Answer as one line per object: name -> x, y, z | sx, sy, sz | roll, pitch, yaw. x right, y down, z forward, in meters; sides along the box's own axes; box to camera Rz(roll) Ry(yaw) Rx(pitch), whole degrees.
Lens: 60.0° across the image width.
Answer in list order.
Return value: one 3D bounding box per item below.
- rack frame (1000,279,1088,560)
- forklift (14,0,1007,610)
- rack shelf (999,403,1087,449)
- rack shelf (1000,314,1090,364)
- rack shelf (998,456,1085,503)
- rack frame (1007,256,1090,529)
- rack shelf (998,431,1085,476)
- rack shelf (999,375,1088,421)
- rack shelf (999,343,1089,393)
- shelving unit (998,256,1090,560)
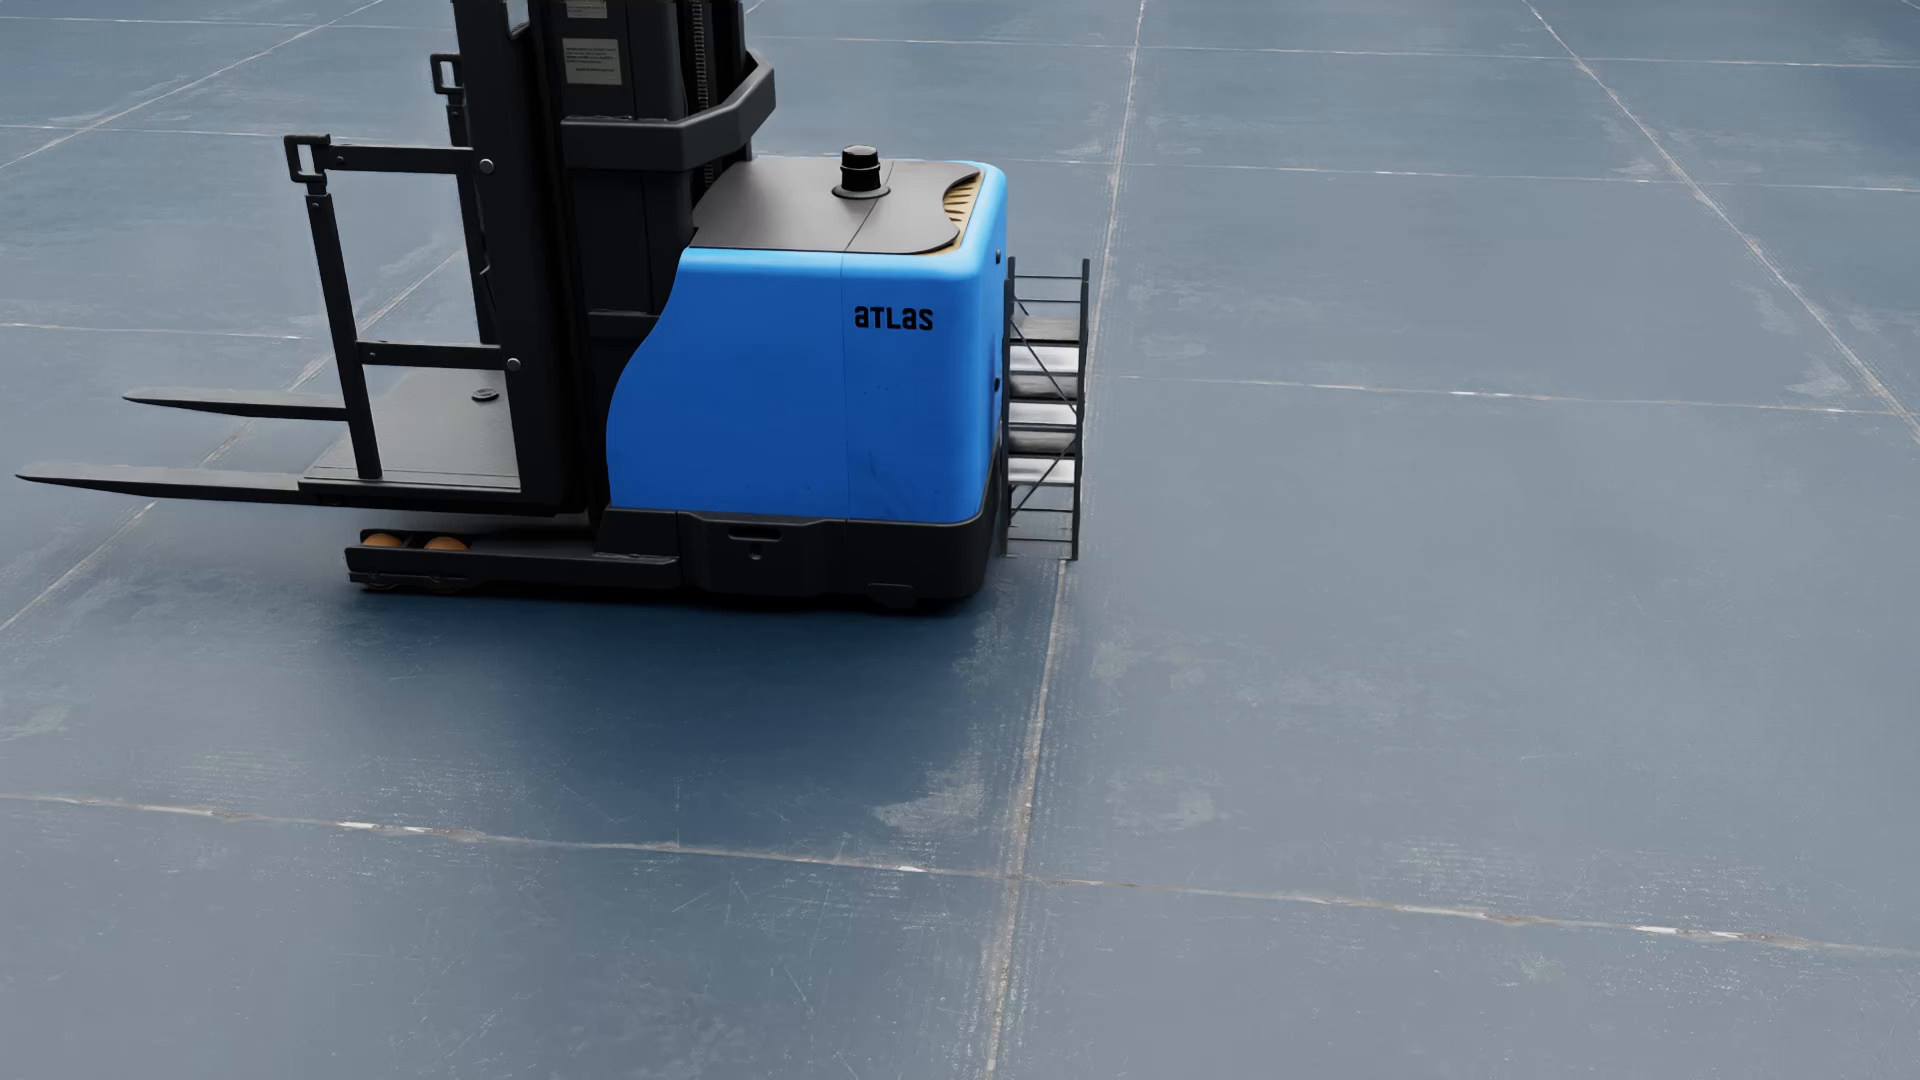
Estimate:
rack frame -> 0.244, -0.339, 4.931 | 0.240, 0.900, 0.006 | 2, 28, 4
forklift -> -1.394, -1.375, 4.713 | 3.031, 2.935, 1.130 | 3, 28, 5
rack shelf -> 0.253, -0.358, 5.036 | 0.258, 0.077, 0.200 | 2, 28, 4
rack shelf -> 0.253, -0.596, 4.908 | 0.258, 0.077, 0.200 | 2, 28, 4
rack shelf -> 0.253, -0.200, 5.122 | 0.258, 0.077, 0.200 | 2, 28, 4
rack frame -> 0.262, -0.435, 5.110 | 0.240, 0.900, 0.006 | 2, 28, 4
rack shelf -> 0.253, -0.279, 5.079 | 0.258, 0.077, 0.200 | 2, 28, 4
rack shelf -> 0.253, -0.437, 4.993 | 0.258, 0.077, 0.200 | 2, 28, 4
rack shelf -> 0.253, -0.517, 4.951 | 0.258, 0.077, 0.200 | 2, 28, 4
shelving unit -> 0.253, -0.387, 5.020 | 0.258, 0.900, 0.210 | 2, 28, 4
